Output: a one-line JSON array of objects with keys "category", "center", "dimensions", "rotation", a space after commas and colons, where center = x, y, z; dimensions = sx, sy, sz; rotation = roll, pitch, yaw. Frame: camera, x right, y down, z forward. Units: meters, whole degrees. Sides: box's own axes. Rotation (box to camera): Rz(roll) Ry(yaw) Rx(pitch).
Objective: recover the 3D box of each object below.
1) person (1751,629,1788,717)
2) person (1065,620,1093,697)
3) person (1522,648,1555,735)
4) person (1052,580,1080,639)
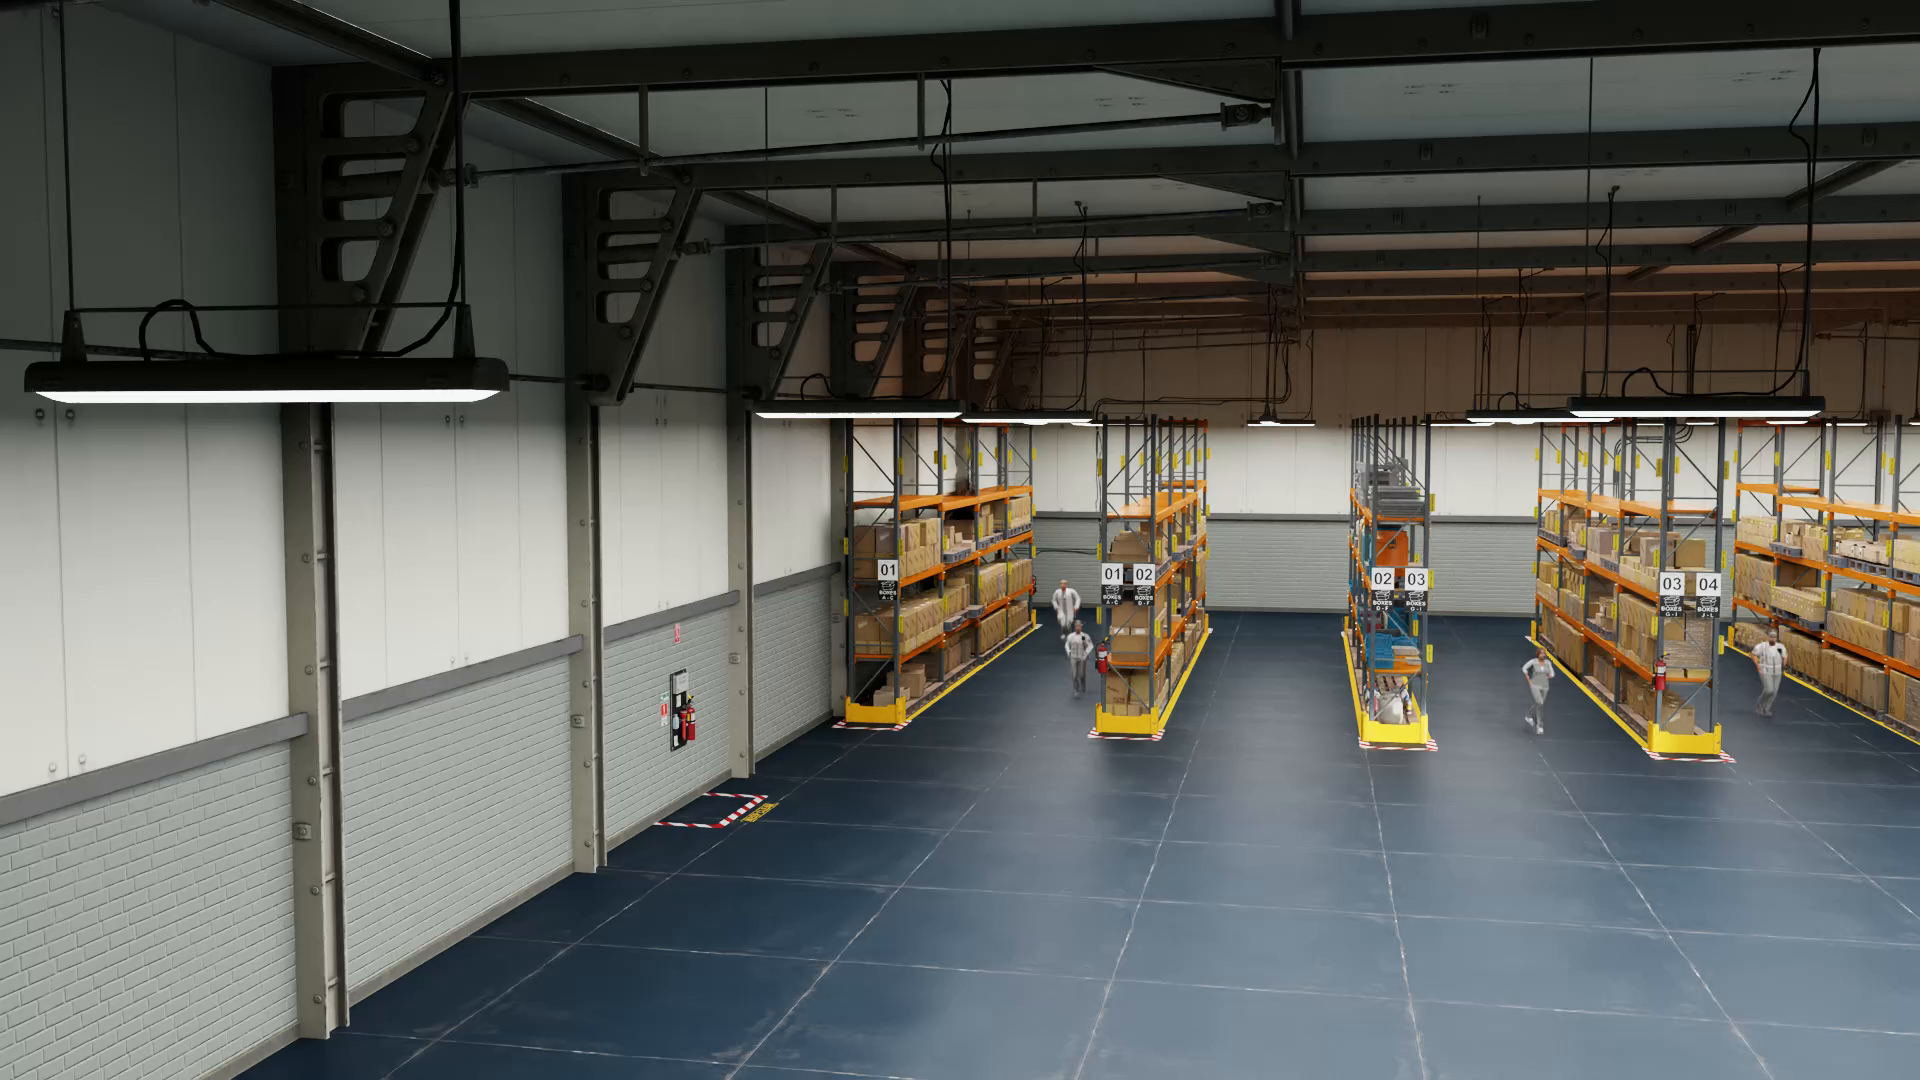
[{"category": "person", "center": [16.137, 2.647, 33.042], "dimensions": [0.637, 1.772, 0.655], "rotation": [0, 4, 4]}, {"category": "person", "center": [2.532, 2.528, 35.607], "dimensions": [0.612, 1.643, 0.572], "rotation": [1, 4, 12]}, {"category": "person", "center": [10.959, 2.840, 31.504], "dimensions": [0.510, 1.638, 0.819], "rotation": [-1, 4, -10]}, {"category": "person", "center": [2.755, 1.827, 43.356], "dimensions": [0.733, 1.593, 0.700], "rotation": [1, 4, 12]}]
